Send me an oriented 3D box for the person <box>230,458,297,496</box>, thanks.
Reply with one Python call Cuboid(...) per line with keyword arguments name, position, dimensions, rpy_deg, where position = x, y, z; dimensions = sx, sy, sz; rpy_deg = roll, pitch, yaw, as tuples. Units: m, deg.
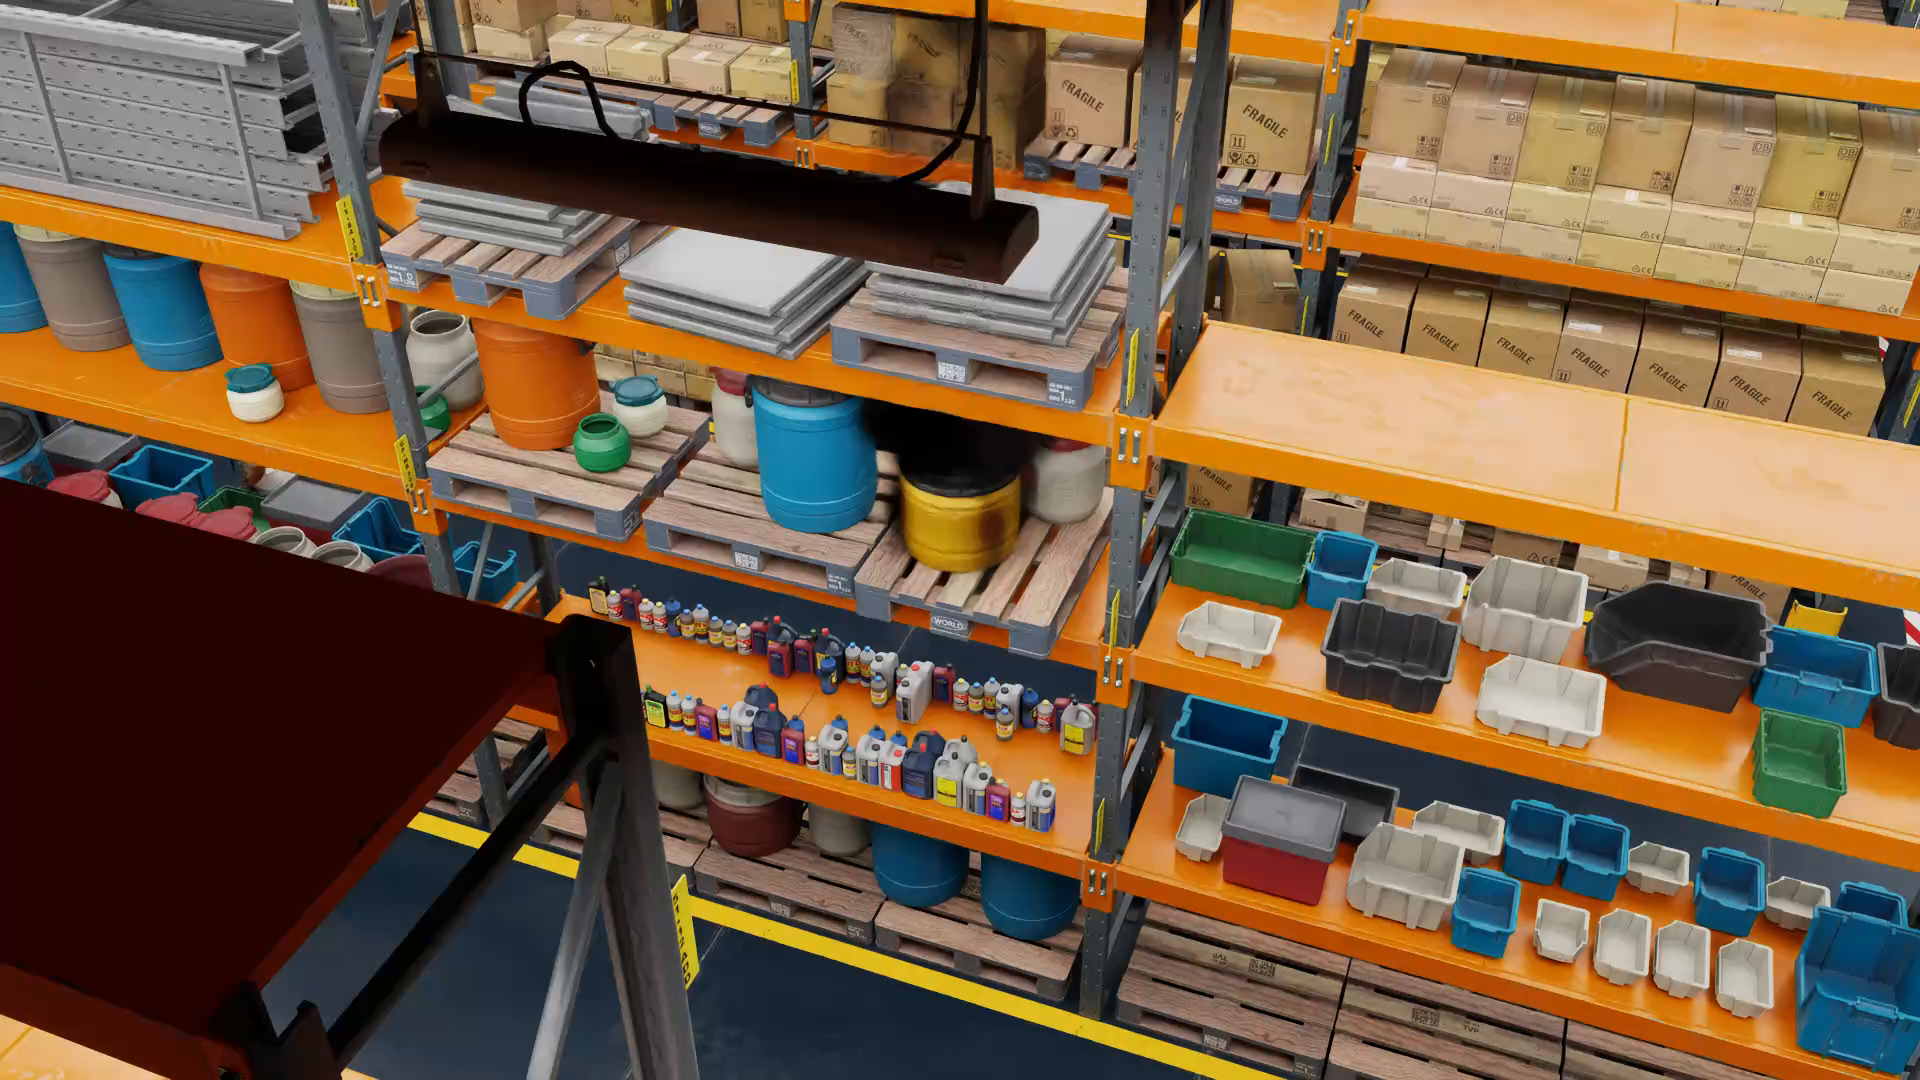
Cuboid(name="person", position=(-5.185, -0.458, 12.663), dimensions=(0.583, 1.647, 0.602), rpy_deg=(7, 37, 9))
